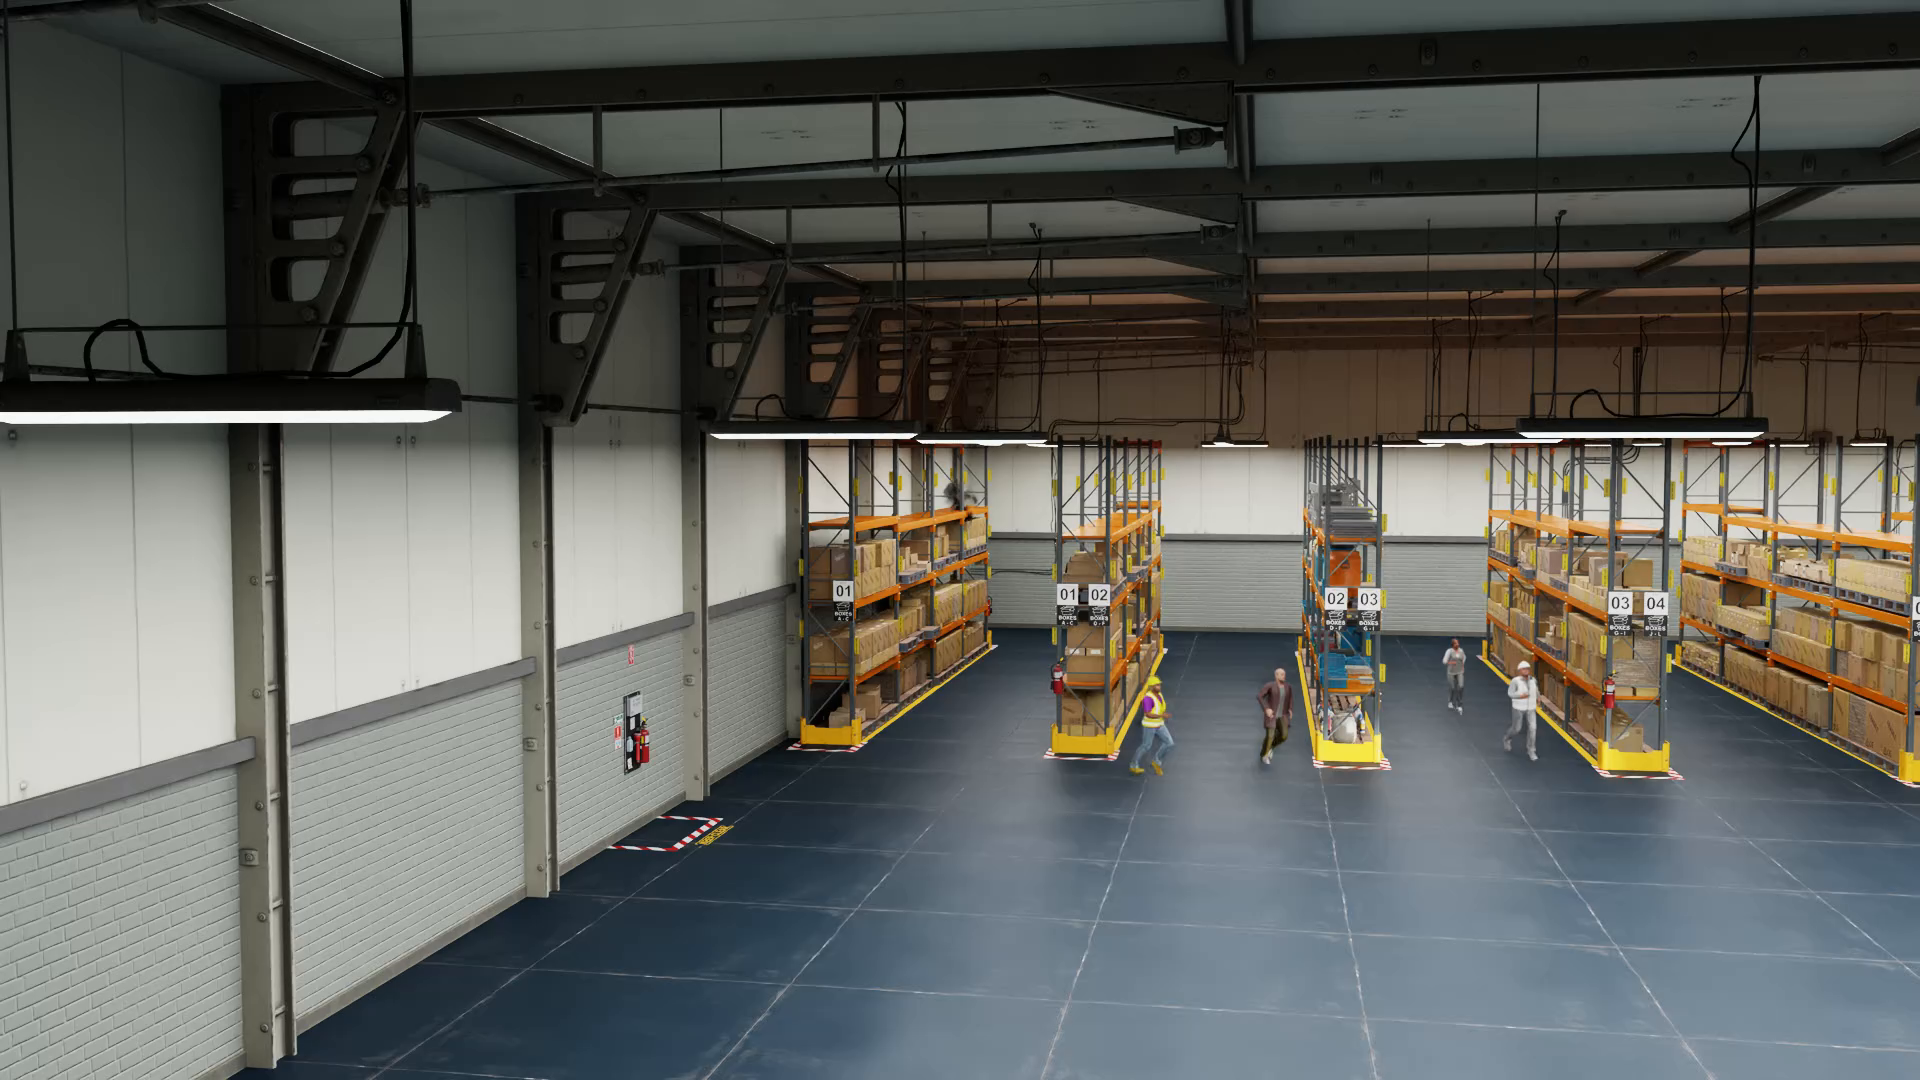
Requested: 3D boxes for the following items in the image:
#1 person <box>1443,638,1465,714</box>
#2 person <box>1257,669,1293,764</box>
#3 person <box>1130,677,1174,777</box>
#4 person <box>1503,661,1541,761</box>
[{"bbox_3d":[10.807,2.952,36.346,0.525,1.637,0.729,0,3,6],"label":"person"},{"bbox_3d":[5.822,3.225,30.496,0.771,1.725,0.547,-1,3,-16],"label":"person"},{"bbox_3d":[3.402,3.262,29.122,0.860,1.757,0.711,3,4,40],"label":"person"},{"bbox_3d":[10.513,3.155,31.051,0.665,1.806,0.954,0,3,-3],"label":"person"}]
